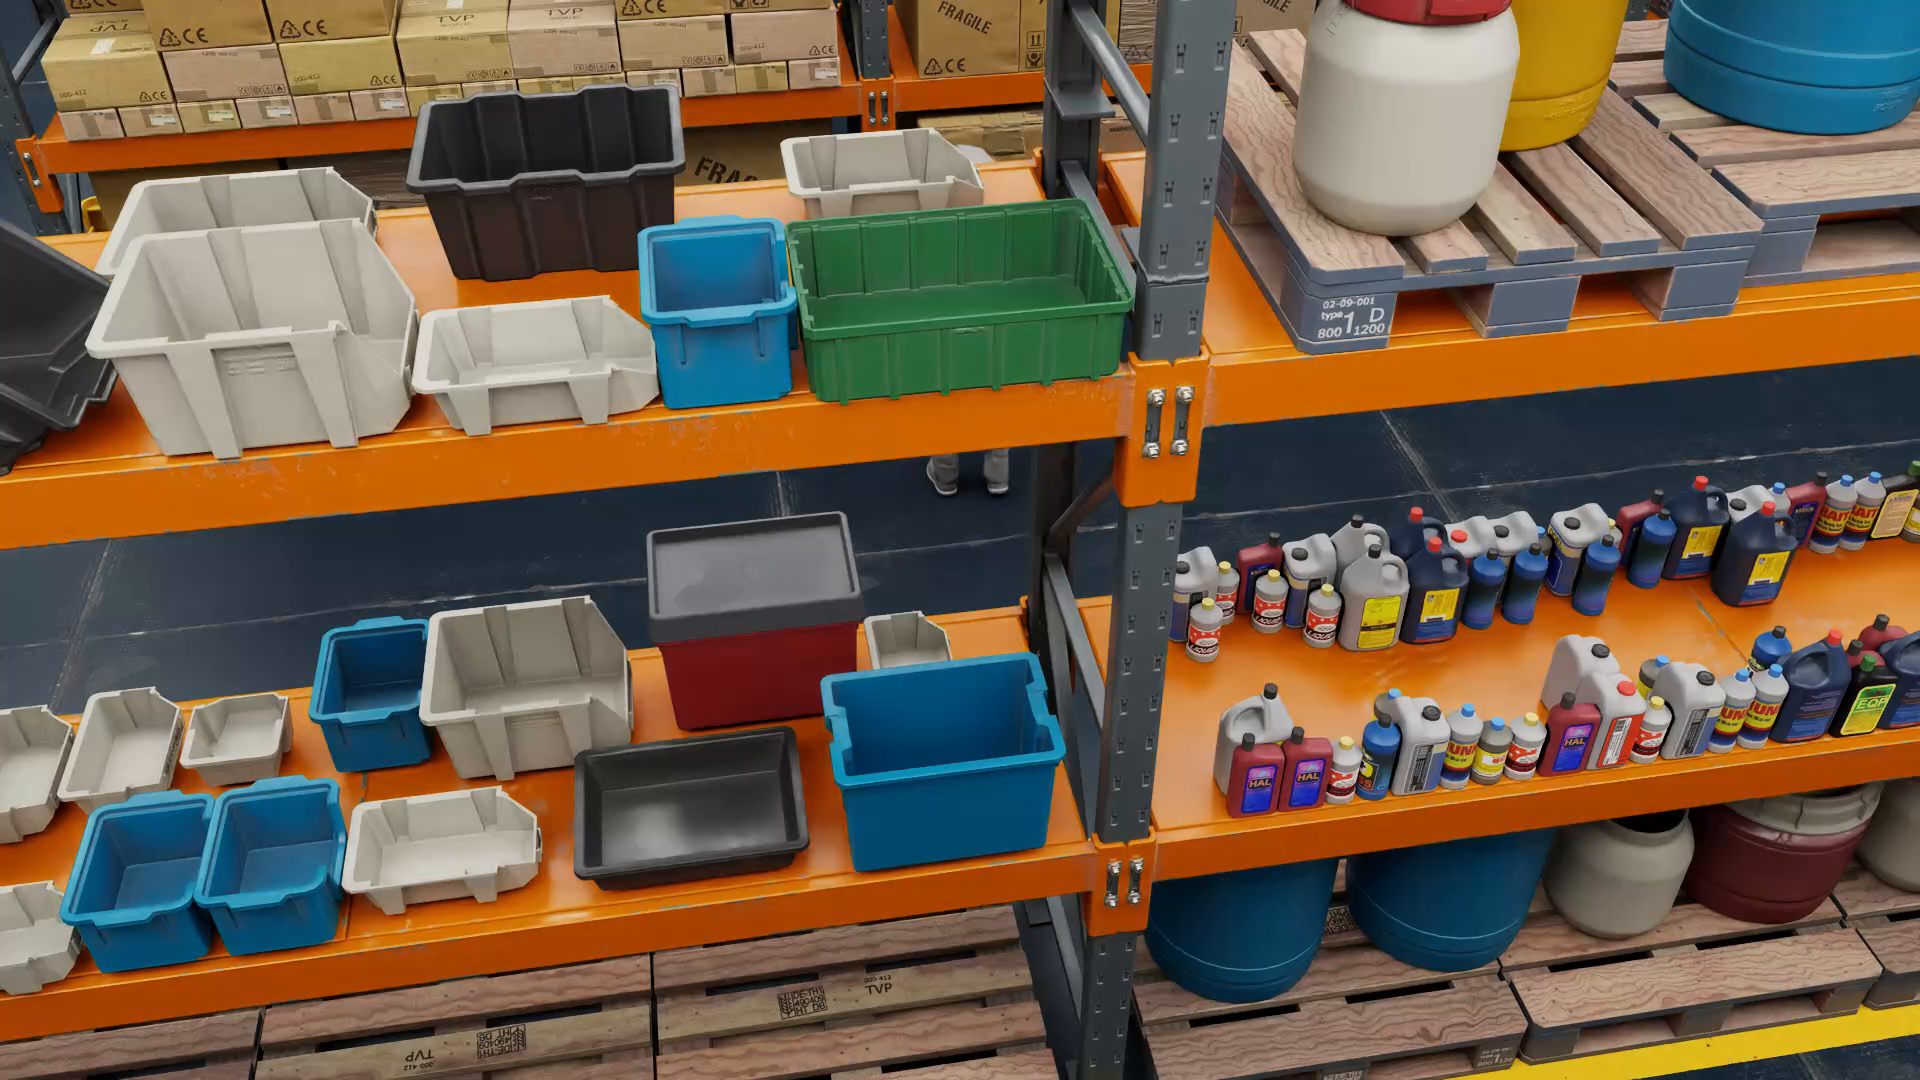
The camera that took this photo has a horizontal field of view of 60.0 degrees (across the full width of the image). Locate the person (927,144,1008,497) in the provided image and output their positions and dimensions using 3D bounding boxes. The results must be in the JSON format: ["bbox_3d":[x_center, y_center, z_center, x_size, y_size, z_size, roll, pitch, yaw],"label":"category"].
[{"bbox_3d":[0.016,-0.914,7.317,0.436,1.709,0.343,-5,39,-7],"label":"person"}]
